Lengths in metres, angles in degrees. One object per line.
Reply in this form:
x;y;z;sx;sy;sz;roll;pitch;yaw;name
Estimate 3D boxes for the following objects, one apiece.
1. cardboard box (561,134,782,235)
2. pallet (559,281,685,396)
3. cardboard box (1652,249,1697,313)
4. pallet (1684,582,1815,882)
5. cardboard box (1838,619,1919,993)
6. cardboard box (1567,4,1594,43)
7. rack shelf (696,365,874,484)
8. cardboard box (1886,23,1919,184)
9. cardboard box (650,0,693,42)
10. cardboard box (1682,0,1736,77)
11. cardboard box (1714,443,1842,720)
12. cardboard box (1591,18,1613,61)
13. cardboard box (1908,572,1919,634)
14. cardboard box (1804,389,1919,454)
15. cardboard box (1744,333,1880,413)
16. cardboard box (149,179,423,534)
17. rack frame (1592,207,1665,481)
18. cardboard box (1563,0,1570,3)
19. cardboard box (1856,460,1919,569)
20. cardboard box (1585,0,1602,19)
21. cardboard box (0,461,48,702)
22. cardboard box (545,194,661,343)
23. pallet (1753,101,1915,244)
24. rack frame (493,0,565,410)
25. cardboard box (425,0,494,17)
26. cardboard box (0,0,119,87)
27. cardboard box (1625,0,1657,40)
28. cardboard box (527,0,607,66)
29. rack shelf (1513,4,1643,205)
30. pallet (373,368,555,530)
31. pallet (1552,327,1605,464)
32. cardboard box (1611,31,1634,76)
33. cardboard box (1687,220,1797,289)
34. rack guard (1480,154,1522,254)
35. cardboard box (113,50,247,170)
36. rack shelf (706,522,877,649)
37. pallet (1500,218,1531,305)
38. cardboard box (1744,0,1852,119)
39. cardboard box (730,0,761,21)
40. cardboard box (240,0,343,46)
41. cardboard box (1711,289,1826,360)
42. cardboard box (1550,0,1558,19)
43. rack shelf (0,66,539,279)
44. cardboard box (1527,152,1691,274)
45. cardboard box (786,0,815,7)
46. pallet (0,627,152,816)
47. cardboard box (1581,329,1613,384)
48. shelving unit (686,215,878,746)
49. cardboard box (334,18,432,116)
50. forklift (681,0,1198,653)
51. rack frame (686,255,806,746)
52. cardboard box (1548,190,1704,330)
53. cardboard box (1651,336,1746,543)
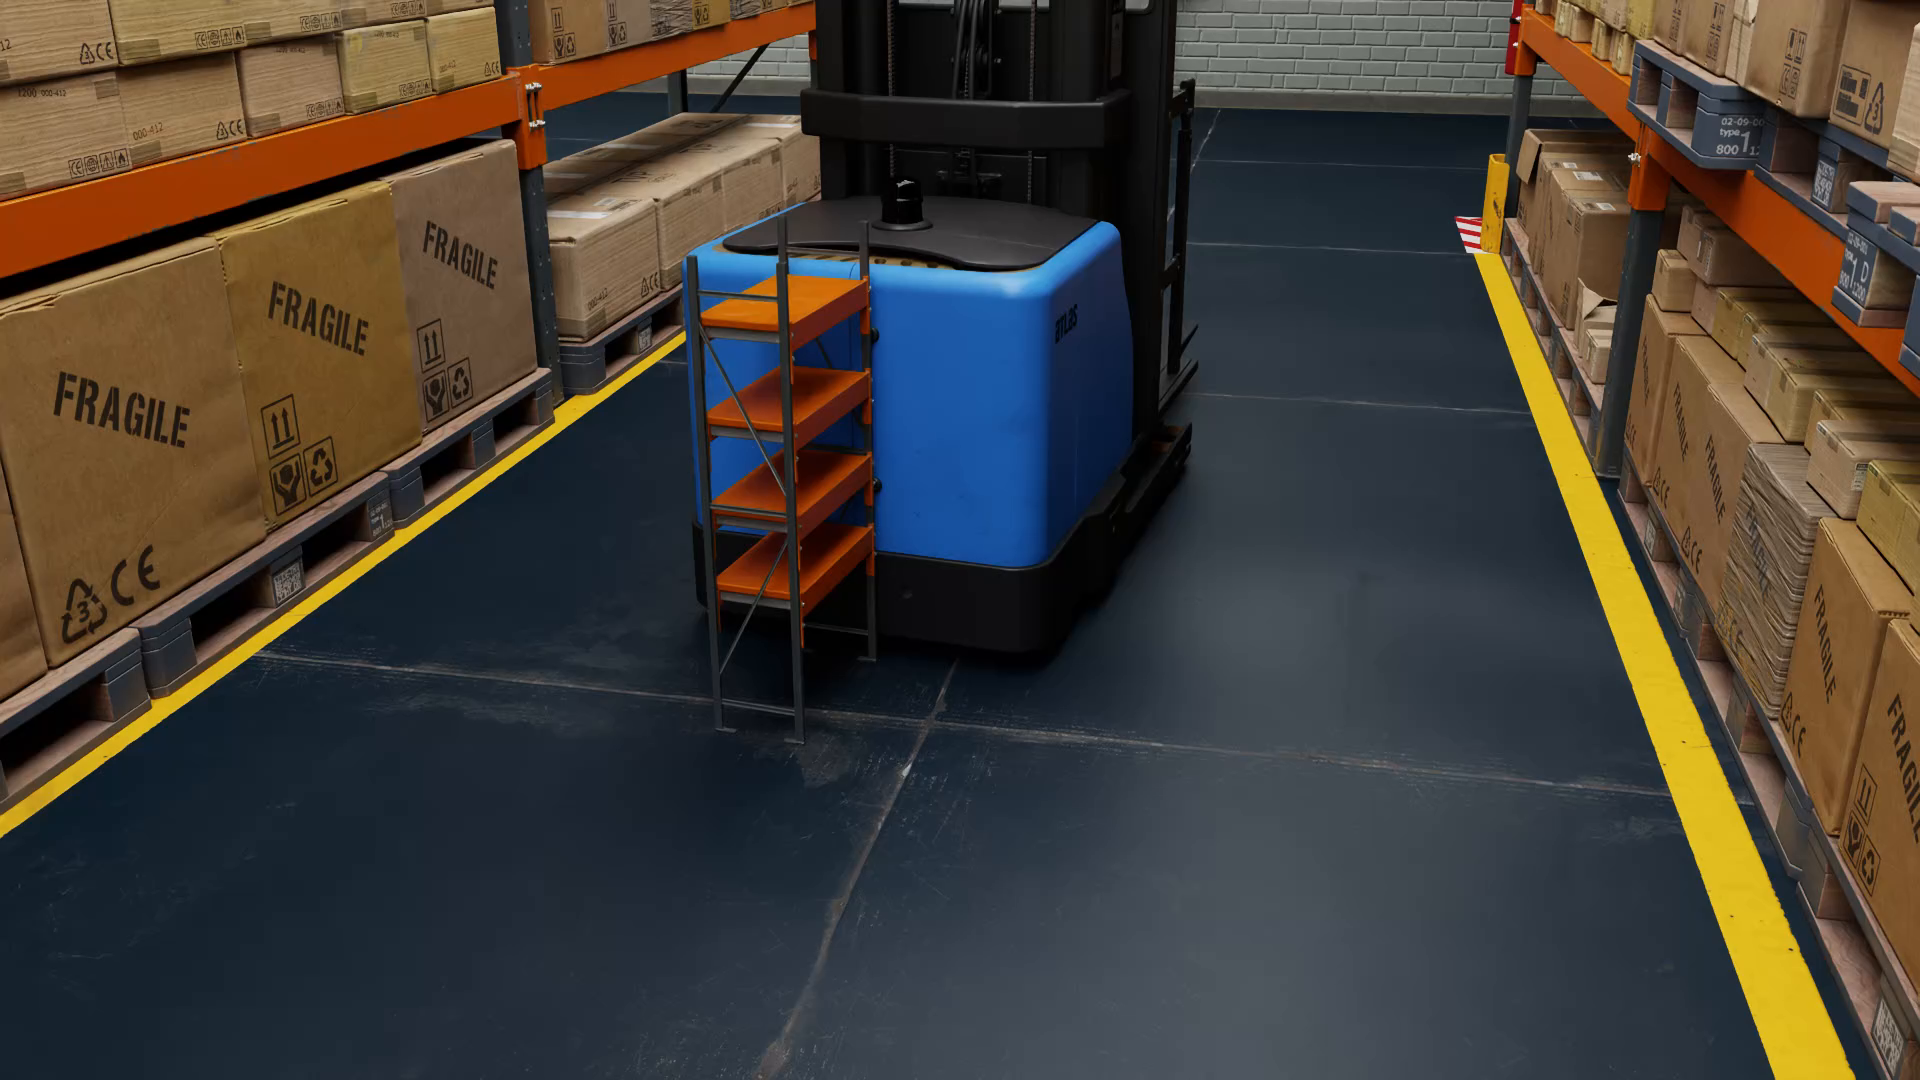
-1.503;-1.852;8.803;0.875;0.438;0.875;5;22;12;cardboard box
-1.872;-0.945;7.418;1.003;0.211;1.213;4;22;11;pallet
2.422;-0.815;5.278;0.380;0.149;0.250;6;23;13;cardboard box
2.380;0.452;3.950;1.003;0.211;1.213;4;22;11;pallet
1.928;0.485;2.919;0.500;0.500;0.500;4;22;10;cardboard box
2.891;-2.272;7.315;0.380;0.149;0.250;5;22;12;cardboard box
-0.419;-0.298;4.068;0.258;0.148;0.480;7;23;17;rack shelf
1.838;-0.663;2.622;0.500;0.250;0.500;3;22;8;cardboard box
-1.538;-2.530;7.486;0.500;0.500;0.500;5;22;11;cardboard box
2.332;-1.482;4.321;0.700;0.500;0.500;5;22;12;cardboard box
2.120;0.102;3.870;0.500;0.500;0.500;4;22;9;cardboard box
2.739;-1.992;6.621;0.380;0.149;0.250;4;22;10;cardboard box
1.915;0.142;2.902;0.380;0.149;0.250;4;22;9;cardboard box
2.190;-0.232;3.829;0.380;0.149;0.250;5;22;11;cardboard box
2.270;-0.423;4.305;0.380;0.149;0.250;4;22;11;cardboard box
-2.329;-0.612;5.140;0.875;0.875;0.875;5;22;12;cardboard box
2.756;-1.590;5.286;1.000;3.000;0.127;4;22;11;rack frame
3.013;-2.606;7.611;0.500;0.250;0.500;4;22;10;cardboard box
2.063;-0.042;3.359;0.380;0.149;0.250;4;22;10;cardboard box
2.823;-2.229;6.675;0.500;0.250;0.500;4;22;11;cardboard box
-2.698;0.041;3.519;0.875;0.875;0.875;4;22;10;cardboard box
-1.871;-1.194;7.172;0.875;0.438;0.875;4;22;10;cardboard box
2.332;-0.749;3.456;1.003;0.211;1.213;4;22;11;pallet
-2.104;-1.967;6.222;1.000;3.000;0.127;4;22;11;rack frame
-1.956;-1.949;5.710;0.500;0.250;0.500;4;22;11;cardboard box
-2.355;-1.203;3.857;0.500;0.250;0.500;4;22;11;cardboard box
2.621;-1.863;5.767;0.500;0.250;0.500;5;22;12;cardboard box
-1.752;-2.165;6.580;0.500;0.500;0.500;5;23;13;cardboard box
3.164;-1.987;7.236;1.077;0.370;4.000;4;22;11;rack shelf
-2.188;-0.385;6.028;1.003;0.211;1.213;4;22;11;pallet
2.897;-0.547;6.430;1.003;0.211;1.213;4;22;11;pallet
2.635;-1.803;6.151;0.380;0.149;0.250;5;22;12;cardboard box
2.416;-0.854;4.977;0.380;0.149;0.250;3;22;8;cardboard box
3.556;-1.865;9.316;1.175;0.500;0.348;4;22;11;rack guard
-2.277;-1.155;4.408;0.500;0.250;0.500;4;22;11;cardboard box
-0.419;0.094;4.226;0.258;0.148;0.480;7;23;17;rack shelf
3.395;-1.440;8.646;1.003;0.211;1.213;4;22;11;pallet
2.172;-1.195;3.609;0.700;0.500;0.500;4;22;11;cardboard box
-1.340;-2.908;8.425;0.500;0.500;0.500;5;22;12;cardboard box
-2.151;-1.576;4.783;0.500;0.250;0.500;5;22;12;cardboard box
2.400;-0.613;4.776;0.380;0.149;0.250;3;22;8;cardboard box
3.230;-2.740;8.479;0.380;0.149;0.250;5;22;12;cardboard box
-2.512;-0.902;4.540;1.077;0.370;4.000;4;22;11;rack shelf
3.142;-1.562;8.000;0.700;0.500;0.500;5;23;13;cardboard box
-1.127;-3.279;9.347;0.500;0.500;0.500;5;22;11;cardboard box
-2.686;0.507;3.812;1.003;0.211;1.213;4;22;11;pallet
2.582;-0.688;6.301;0.380;0.149;0.250;4;22;9;cardboard box
-0.419;-0.153;4.127;0.258;1.200;0.503;7;23;17;shelving unit
-2.054;-1.528;5.332;0.500;0.250;0.500;4;22;10;cardboard box
0.200;-1.581;5.355;1.130;2.935;3.031;7;23;17;forklift
-0.496;-0.066;3.912;0.240;1.200;0.015;7;23;17;rack frame
2.930;-1.182;7.057;0.700;0.500;0.500;4;22;9;cardboard box
2.338;-0.270;4.792;0.500;0.500;0.500;4;22;10;cardboard box
